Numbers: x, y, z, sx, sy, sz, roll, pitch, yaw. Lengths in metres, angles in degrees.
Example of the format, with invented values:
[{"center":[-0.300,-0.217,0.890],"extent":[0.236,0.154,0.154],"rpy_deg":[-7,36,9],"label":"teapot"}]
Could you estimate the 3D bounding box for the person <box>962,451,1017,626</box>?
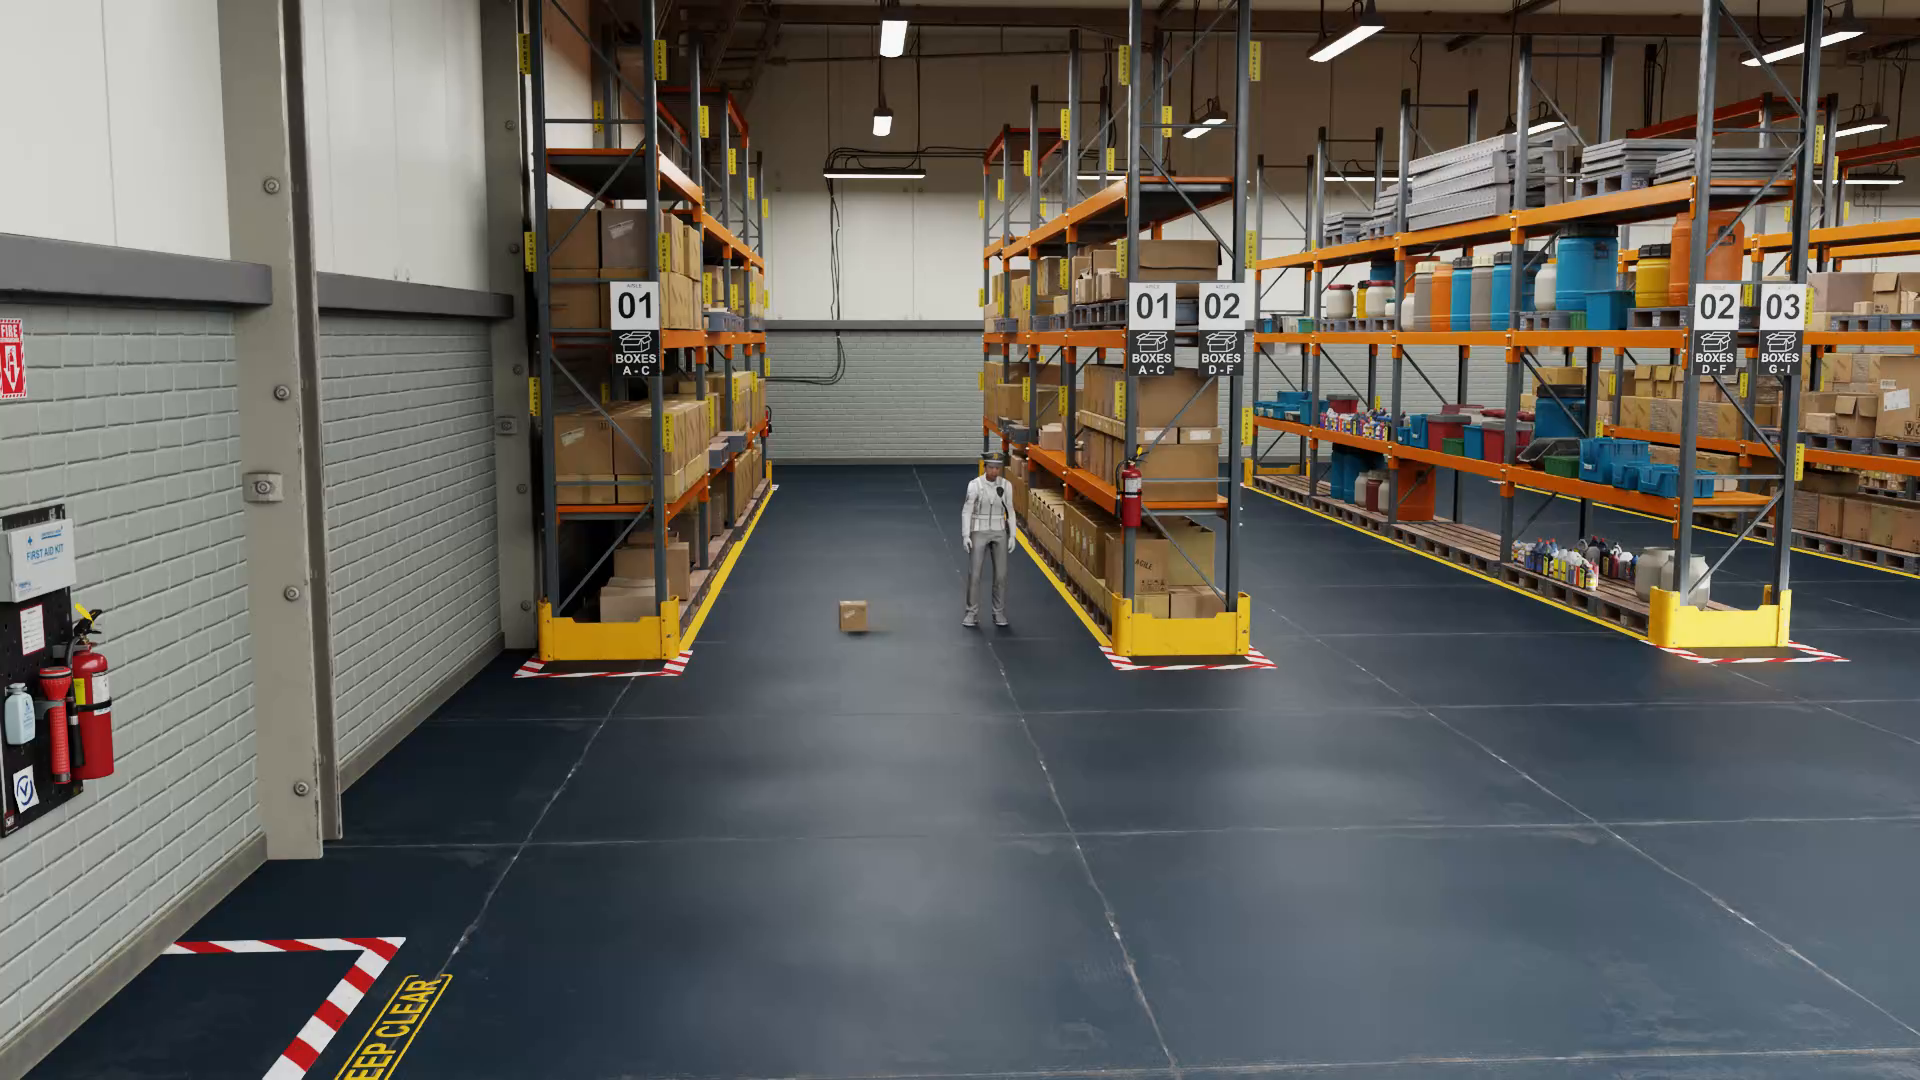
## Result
[{"center":[0.278,-0.020,15.903],"extent":[0.545,1.662,0.376],"rpy_deg":[-1,7,-8],"label":"person"}]
